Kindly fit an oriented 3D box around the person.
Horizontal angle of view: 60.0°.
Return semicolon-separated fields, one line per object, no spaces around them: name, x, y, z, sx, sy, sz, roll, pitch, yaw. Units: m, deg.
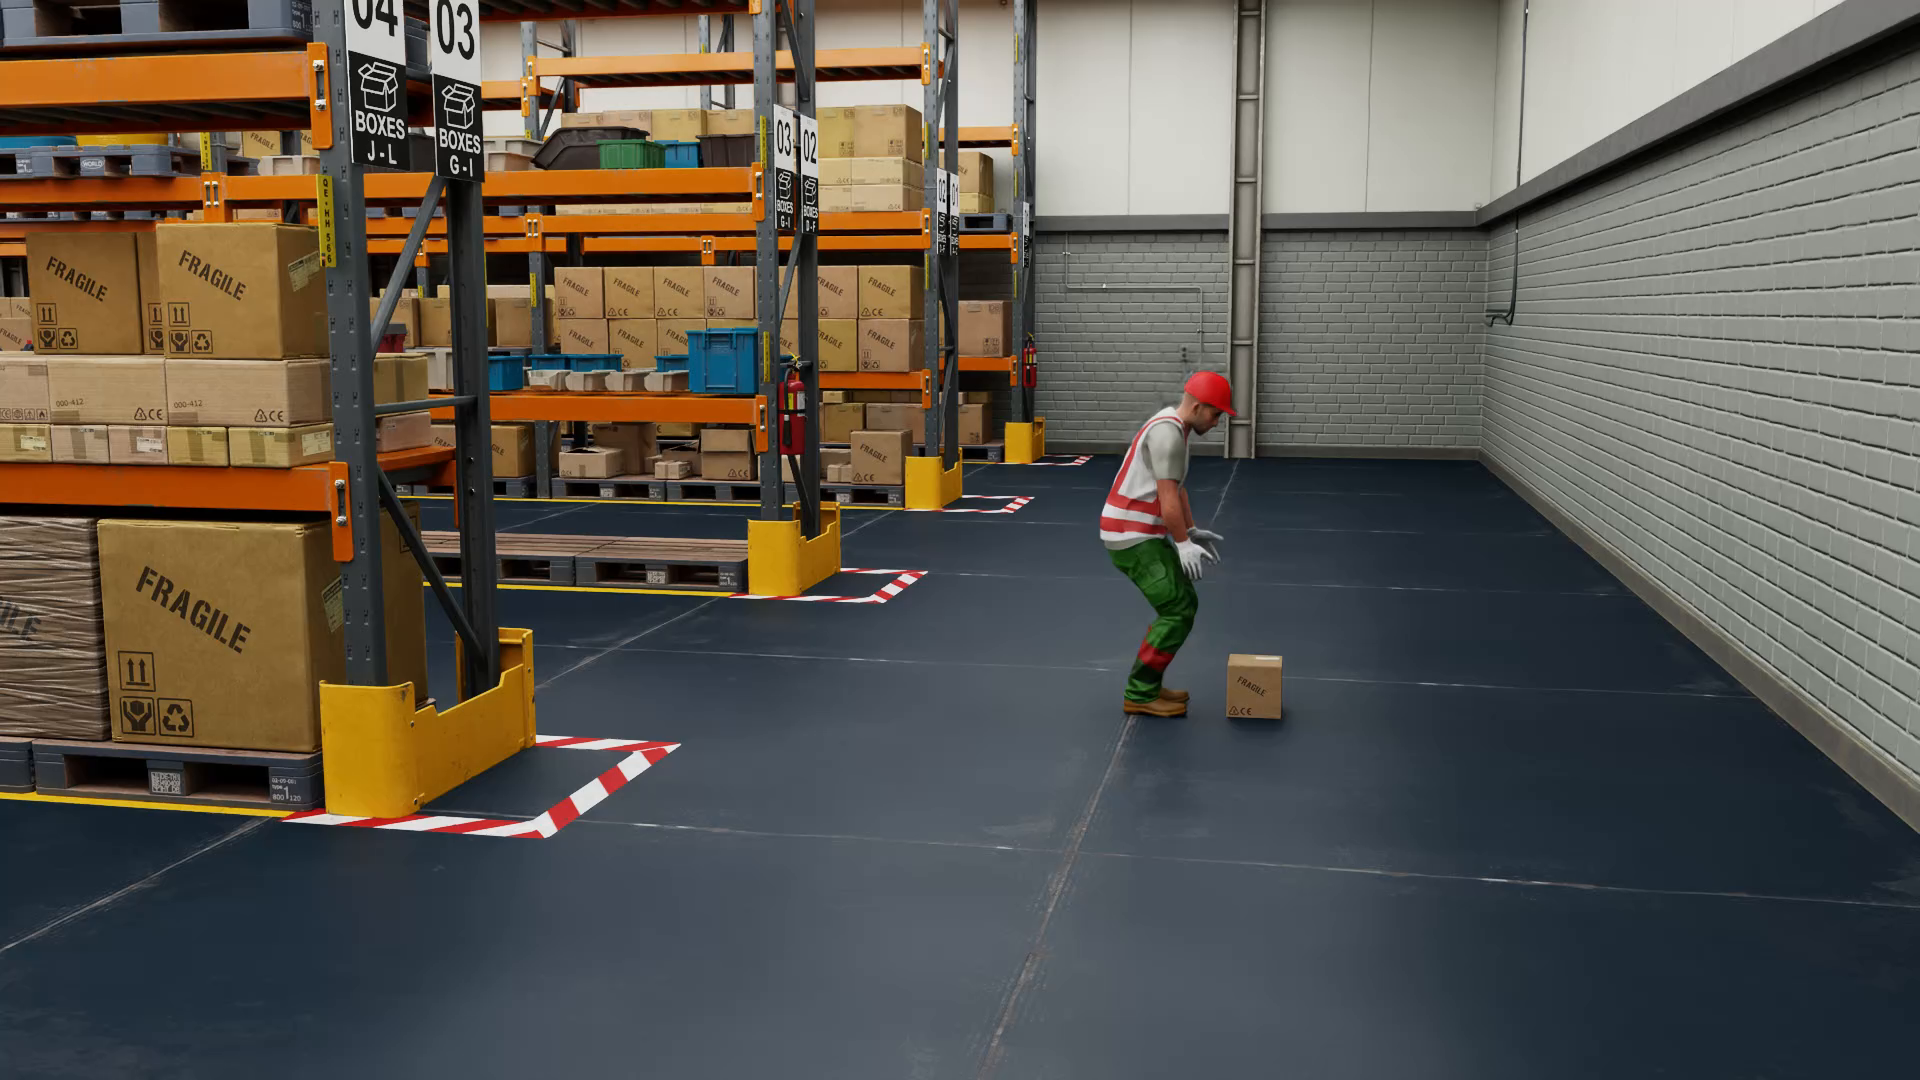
person;0.979;0.006;7.865;0.625;1.604;0.572;2;8;12
